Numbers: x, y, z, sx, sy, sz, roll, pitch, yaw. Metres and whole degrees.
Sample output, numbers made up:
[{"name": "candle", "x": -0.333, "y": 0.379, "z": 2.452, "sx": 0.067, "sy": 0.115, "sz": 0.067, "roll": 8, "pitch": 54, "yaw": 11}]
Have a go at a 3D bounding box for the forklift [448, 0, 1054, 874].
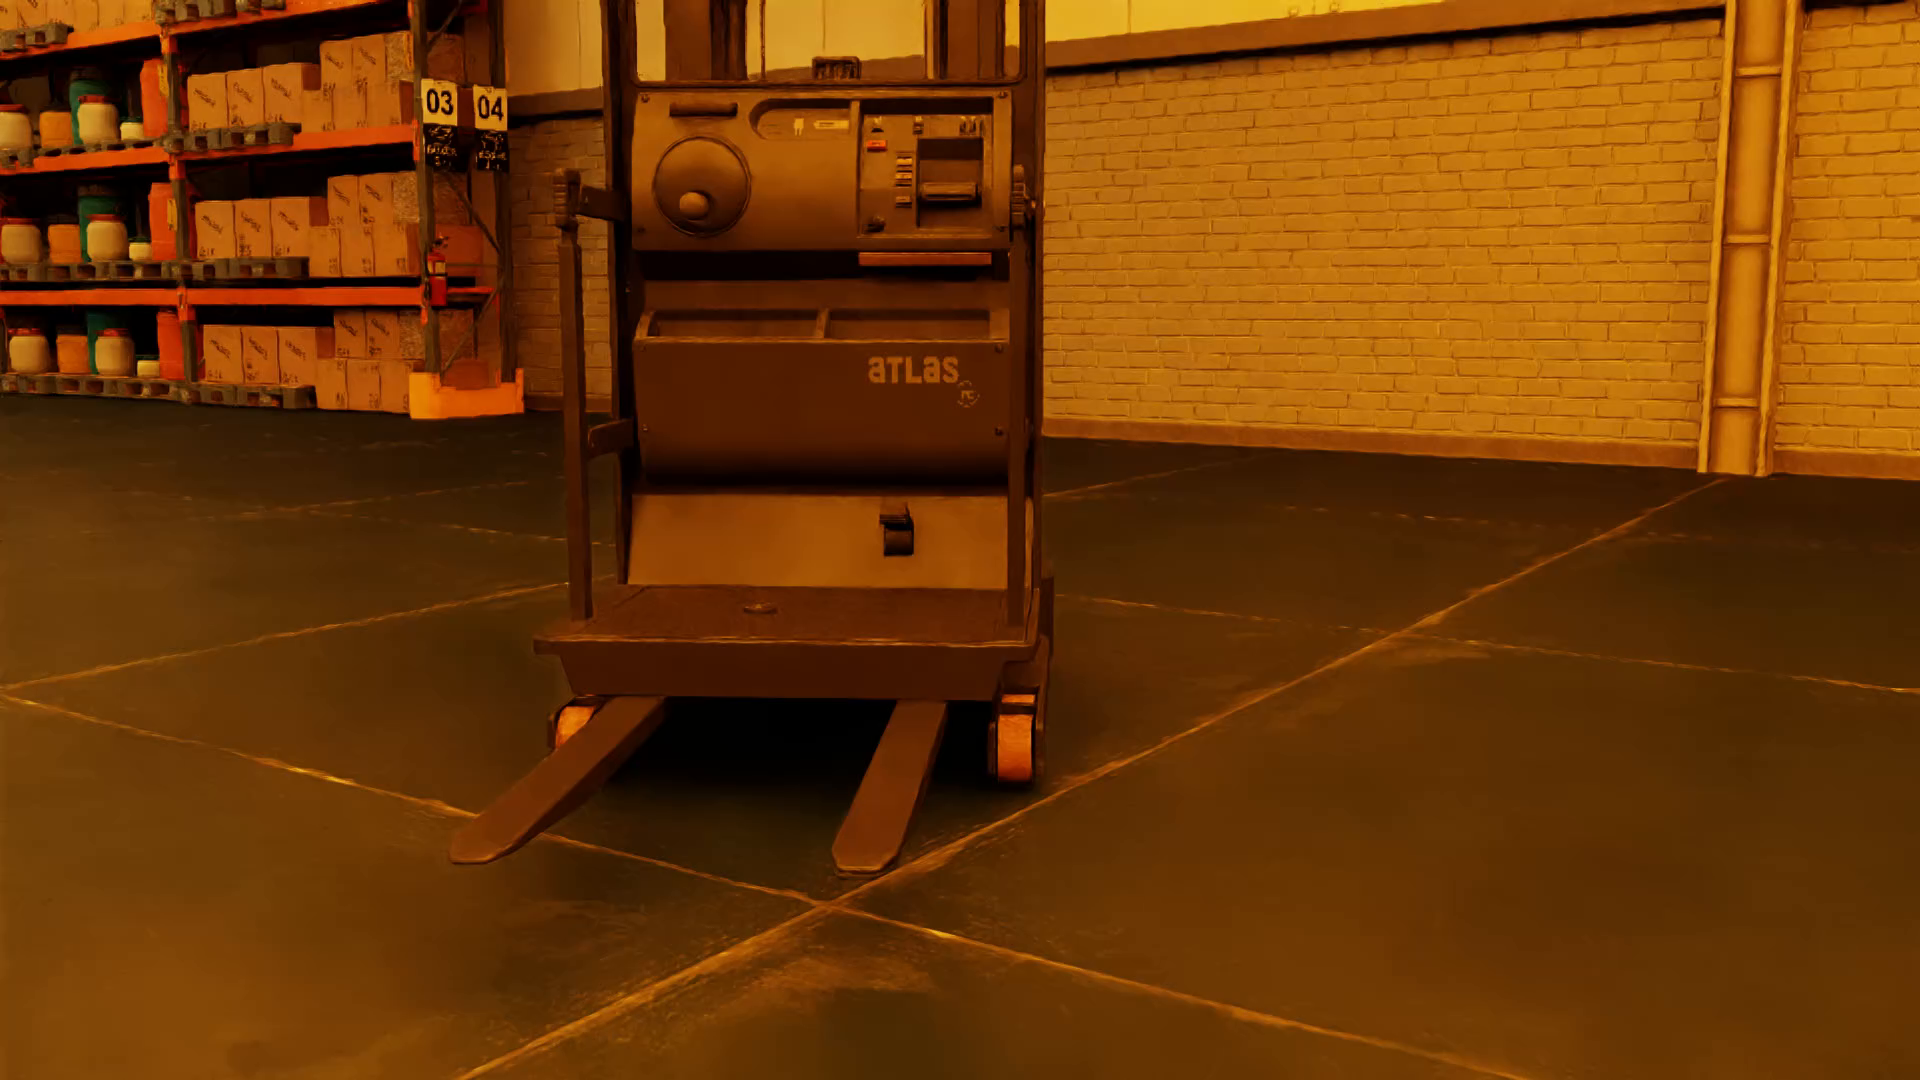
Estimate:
[{"name": "forklift", "x": -0.351, "y": -0.948, "z": 3.857, "sx": 1.130, "sy": 2.935, "sz": 3.031, "roll": 1, "pitch": 8, "yaw": 4}]
